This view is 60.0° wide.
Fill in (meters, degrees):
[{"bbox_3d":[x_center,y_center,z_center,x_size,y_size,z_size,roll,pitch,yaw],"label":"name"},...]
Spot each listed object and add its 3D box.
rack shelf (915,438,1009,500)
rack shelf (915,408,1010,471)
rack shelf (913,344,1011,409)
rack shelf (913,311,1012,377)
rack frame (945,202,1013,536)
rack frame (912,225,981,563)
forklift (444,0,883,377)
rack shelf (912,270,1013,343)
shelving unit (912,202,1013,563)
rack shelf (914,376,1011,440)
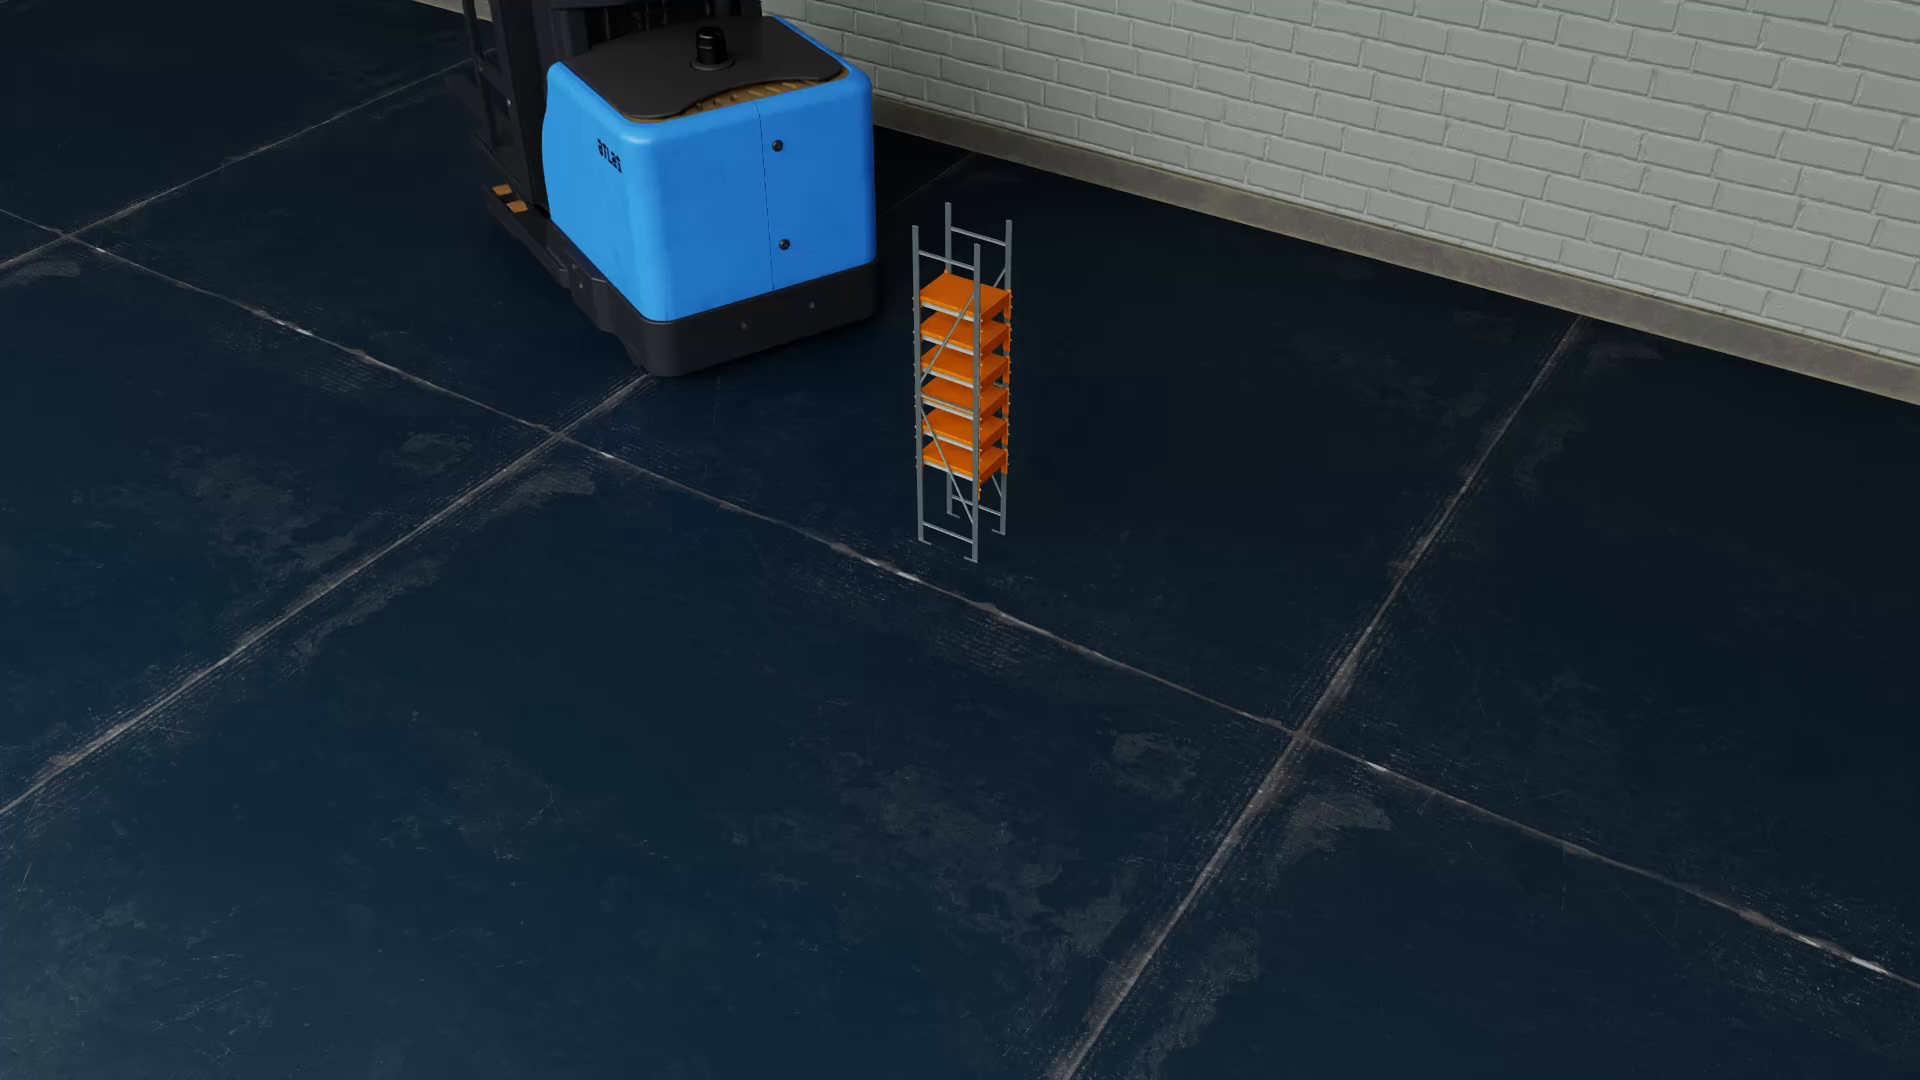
[{"bbox_3d":[0.008,-0.257,5.567,0.258,0.103,0.180,21,42,25],"label":"rack shelf"},{"bbox_3d":[0.008,-0.352,5.494,0.258,0.103,0.180,21,42,25],"label":"rack shelf"},{"bbox_3d":[0.008,-0.542,5.347,0.258,0.103,0.180,21,42,25],"label":"rack shelf"},{"bbox_3d":[0.008,-0.638,5.274,0.258,0.103,0.180,21,42,25],"label":"rack shelf"},{"bbox_3d":[0.057,-0.530,5.455,0.240,1.200,0.006,21,42,25],"label":"rack frame"},{"bbox_3d":[-0.041,-0.435,5.332,0.240,1.200,0.006,21,42,25],"label":"rack frame"},{"bbox_3d":[-1.527,-2.664,6.805,1.130,2.935,3.031,-21,42,-25],"label":"forklift"},{"bbox_3d":[0.008,-0.733,5.201,0.258,0.103,0.180,21,42,25],"label":"rack shelf"},{"bbox_3d":[0.008,-0.483,5.393,0.258,1.200,0.189,21,42,25],"label":"shelving unit"},{"bbox_3d":[0.008,-0.447,5.420,0.258,0.103,0.180,21,42,25],"label":"rack shelf"}]
